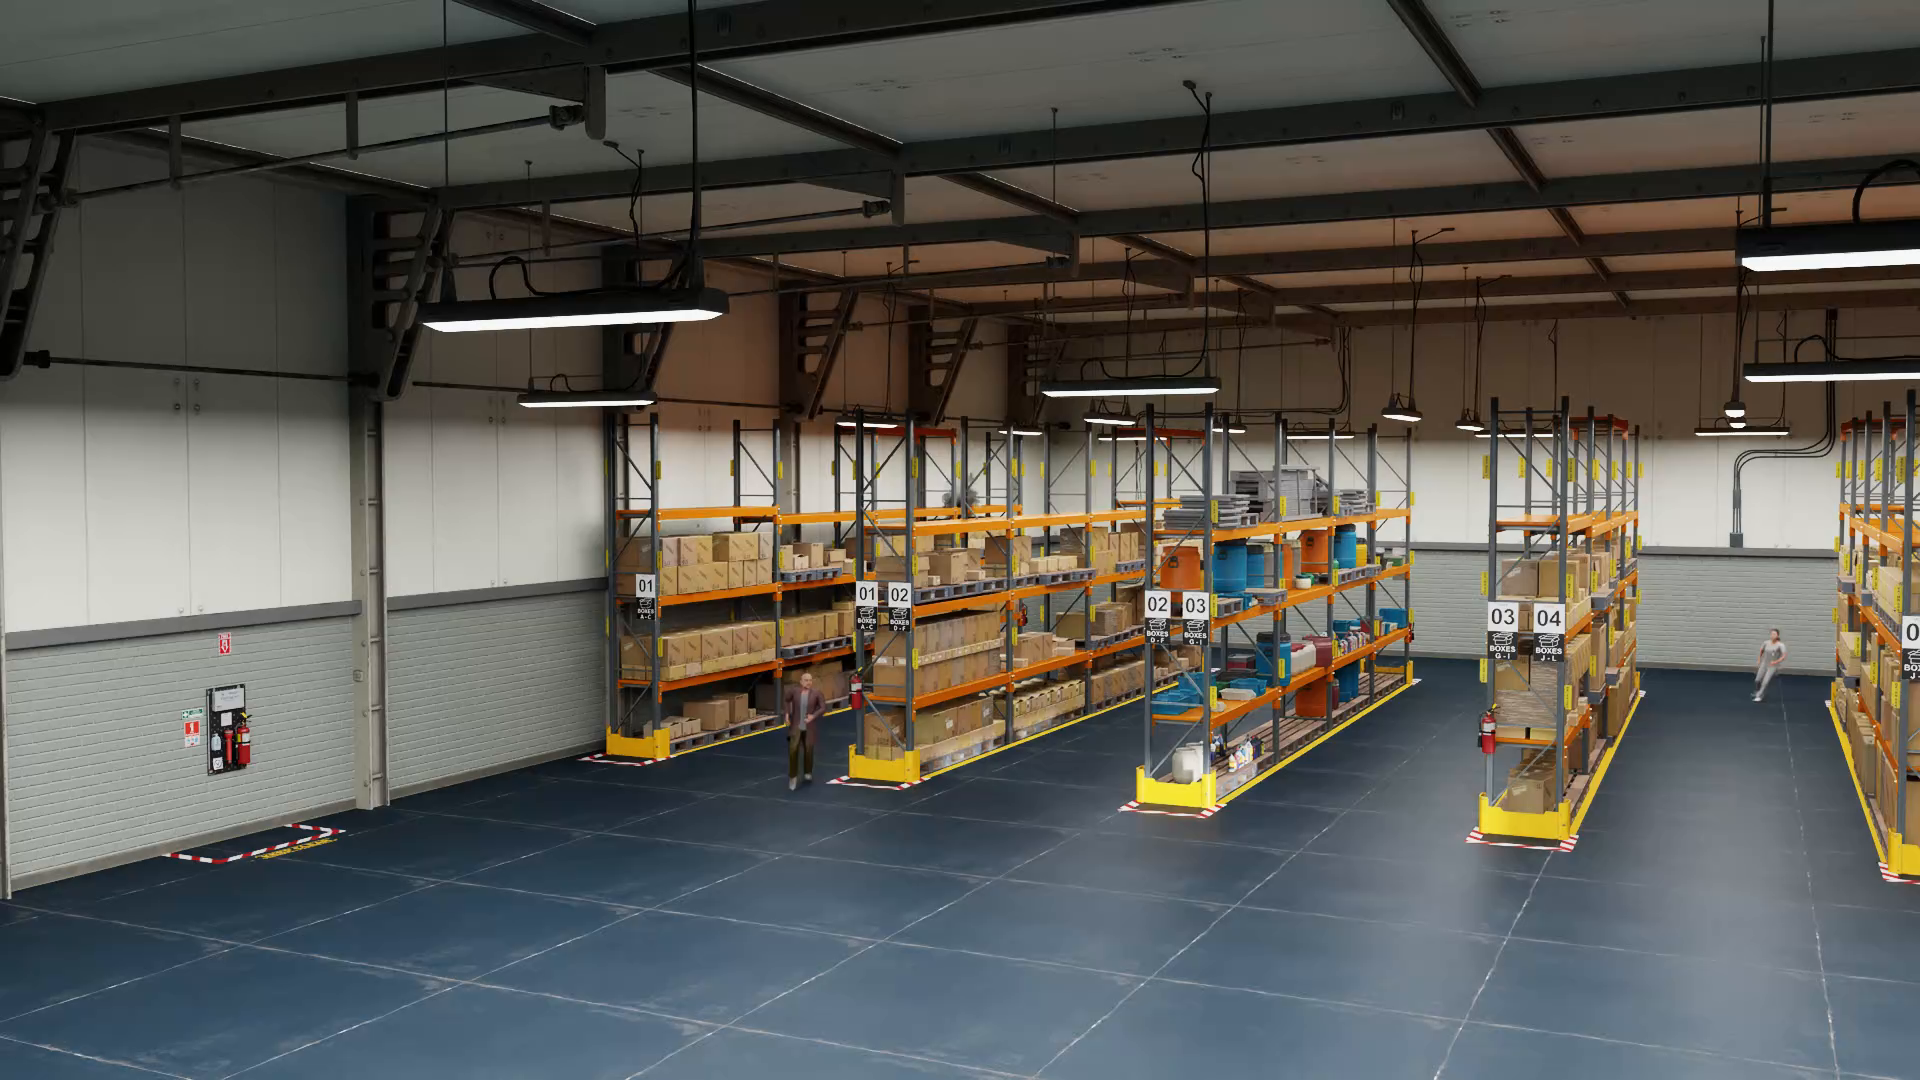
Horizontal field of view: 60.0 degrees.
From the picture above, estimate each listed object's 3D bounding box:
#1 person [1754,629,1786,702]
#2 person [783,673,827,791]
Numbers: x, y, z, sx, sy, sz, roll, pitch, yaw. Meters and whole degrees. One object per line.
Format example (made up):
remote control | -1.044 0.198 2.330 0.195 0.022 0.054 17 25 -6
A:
person | 17.411 2.698 35.776 0.695 1.593 0.558 2 3 44
person | -2.464 3.018 26.380 0.710 1.824 0.836 0 2 -3
